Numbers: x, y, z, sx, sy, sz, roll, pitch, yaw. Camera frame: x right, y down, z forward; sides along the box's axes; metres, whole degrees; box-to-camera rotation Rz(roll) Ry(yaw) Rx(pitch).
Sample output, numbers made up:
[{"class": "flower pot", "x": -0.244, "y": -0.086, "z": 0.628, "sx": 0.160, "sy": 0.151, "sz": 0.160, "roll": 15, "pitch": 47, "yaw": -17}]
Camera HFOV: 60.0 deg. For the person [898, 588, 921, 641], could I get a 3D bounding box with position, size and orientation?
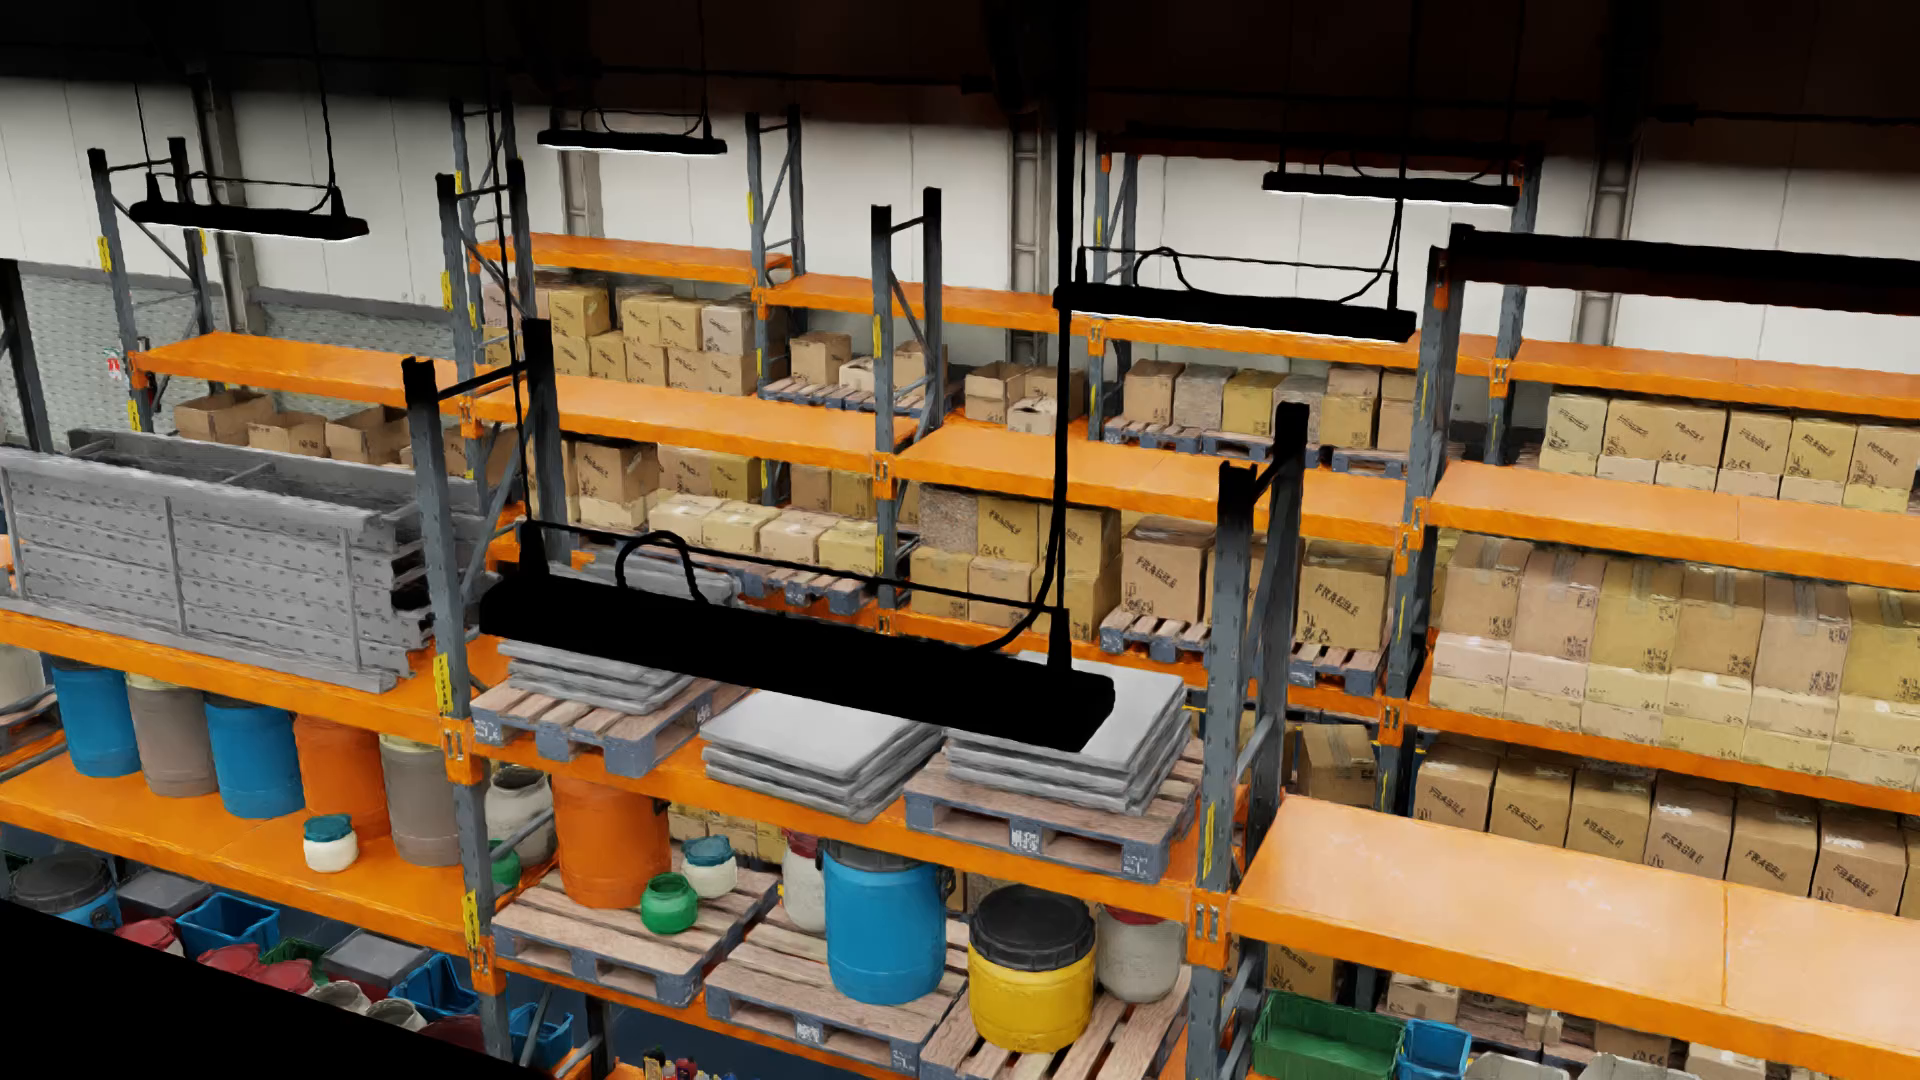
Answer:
[{"class": "person", "x": -0.359, "y": 0.793, "z": 18.058, "sx": 0.627, "sy": 1.778, "sz": 0.518, "roll": 0, "pitch": 21, "yaw": -1}]
